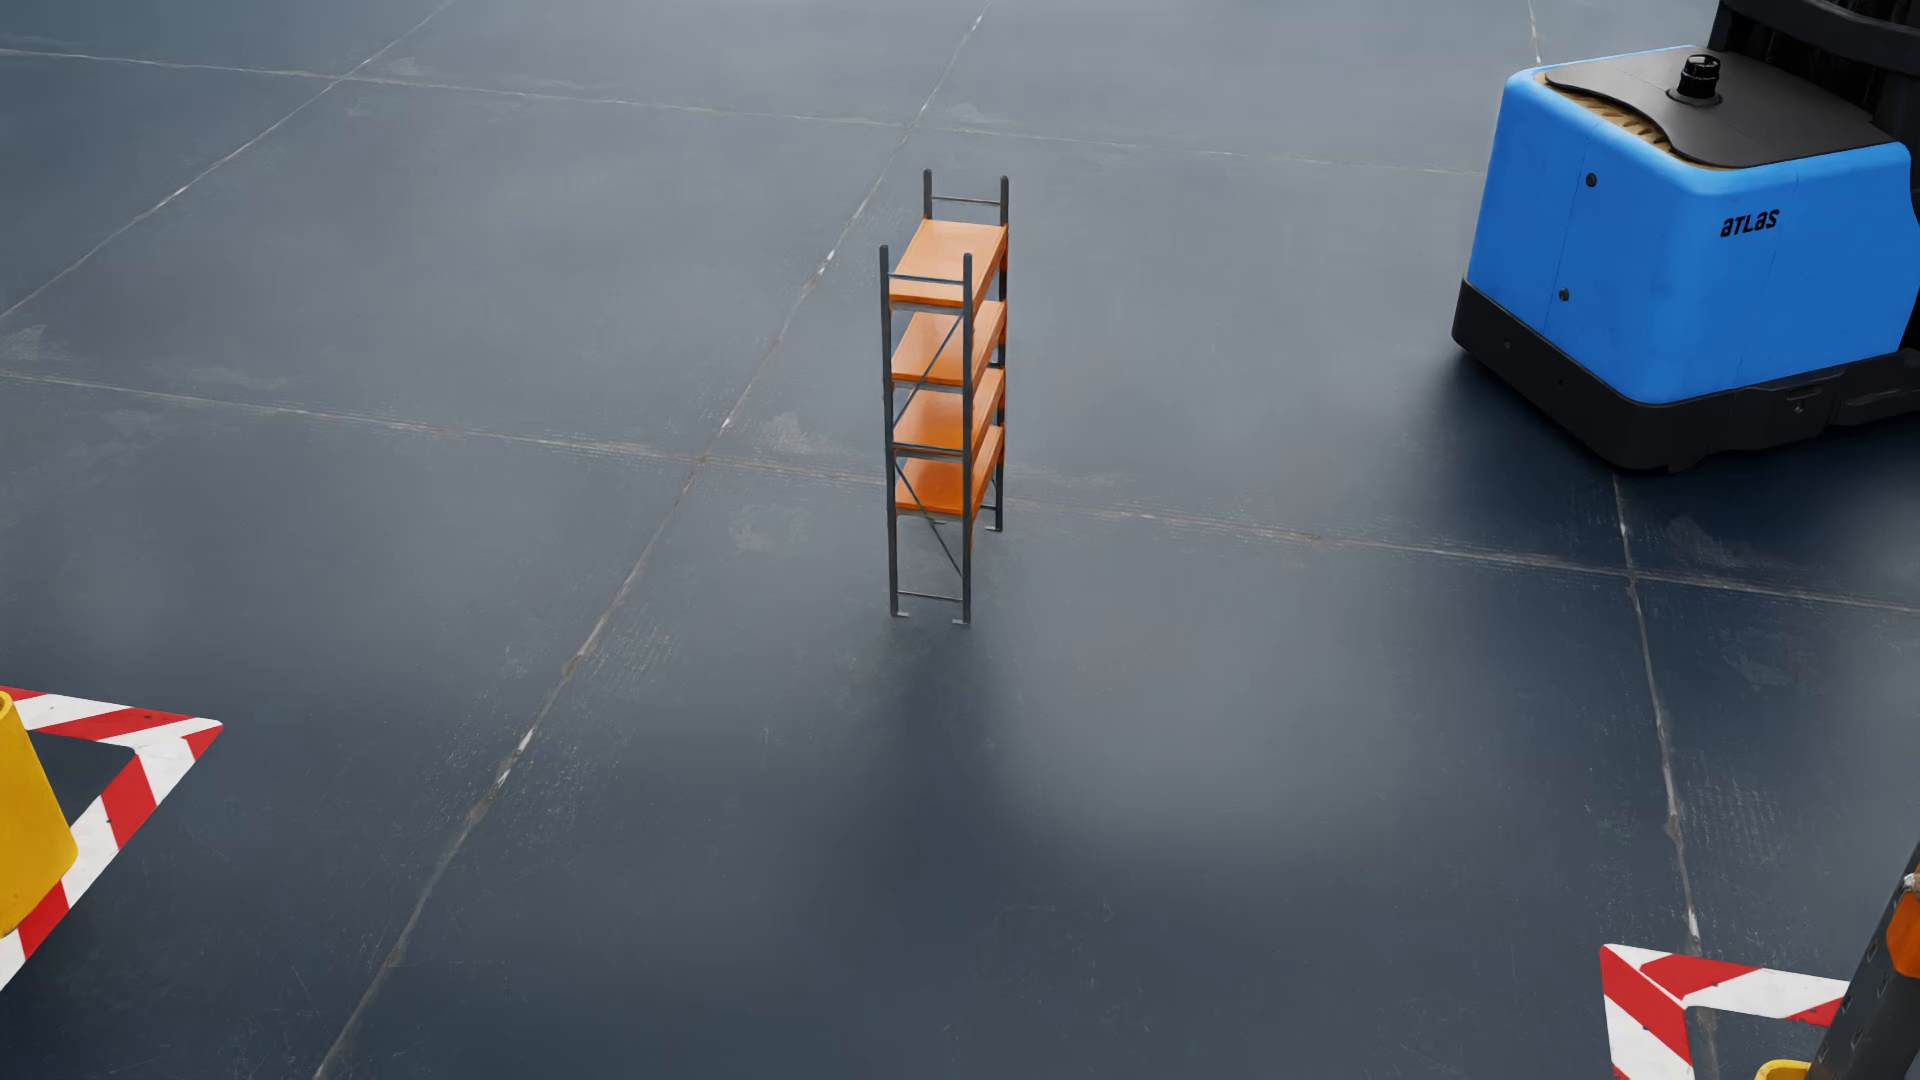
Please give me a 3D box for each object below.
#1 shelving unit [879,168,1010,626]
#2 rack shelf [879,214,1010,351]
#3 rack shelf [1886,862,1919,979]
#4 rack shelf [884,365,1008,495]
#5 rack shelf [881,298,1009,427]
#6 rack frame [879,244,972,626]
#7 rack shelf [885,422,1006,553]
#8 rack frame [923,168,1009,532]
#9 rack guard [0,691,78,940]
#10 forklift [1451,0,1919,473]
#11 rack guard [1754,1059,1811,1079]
[{"bbox_3d":[-0.035,-0.391,4.767,0.258,1.200,0.503,7,37,10],"label":"shelving unit"},{"bbox_3d":[-0.035,-0.709,4.536,0.258,0.148,0.480,7,37,10],"label":"rack shelf"},{"bbox_3d":[1.590,1.709,0.949,1.077,0.370,4.000,7,37,10],"label":"rack shelf"},{"bbox_3d":[-0.035,-0.336,4.806,0.258,0.148,0.480,7,37,10],"label":"rack shelf"},{"bbox_3d":[-0.035,-0.518,4.675,0.258,0.148,0.480,7,37,10],"label":"rack shelf"},{"bbox_3d":[-0.087,-0.251,4.574,0.240,1.200,0.015,7,37,10],"label":"rack frame"},{"bbox_3d":[-0.035,-0.176,4.923,0.258,0.148,0.480,7,37,10],"label":"rack shelf"},{"bbox_3d":[0.017,-0.531,4.960,0.240,1.200,0.015,7,37,10],"label":"rack frame"},{"bbox_3d":[-2.801,0.590,4.010,1.175,0.500,0.348,7,37,10],"label":"rack guard"},{"bbox_3d":[3.394,-1.943,5.433,3.031,2.935,1.130,-13,38,-17],"label":"forklift"},{"bbox_3d":[2.001,1.327,2.993,1.175,0.500,0.348,7,37,10],"label":"rack guard"}]
